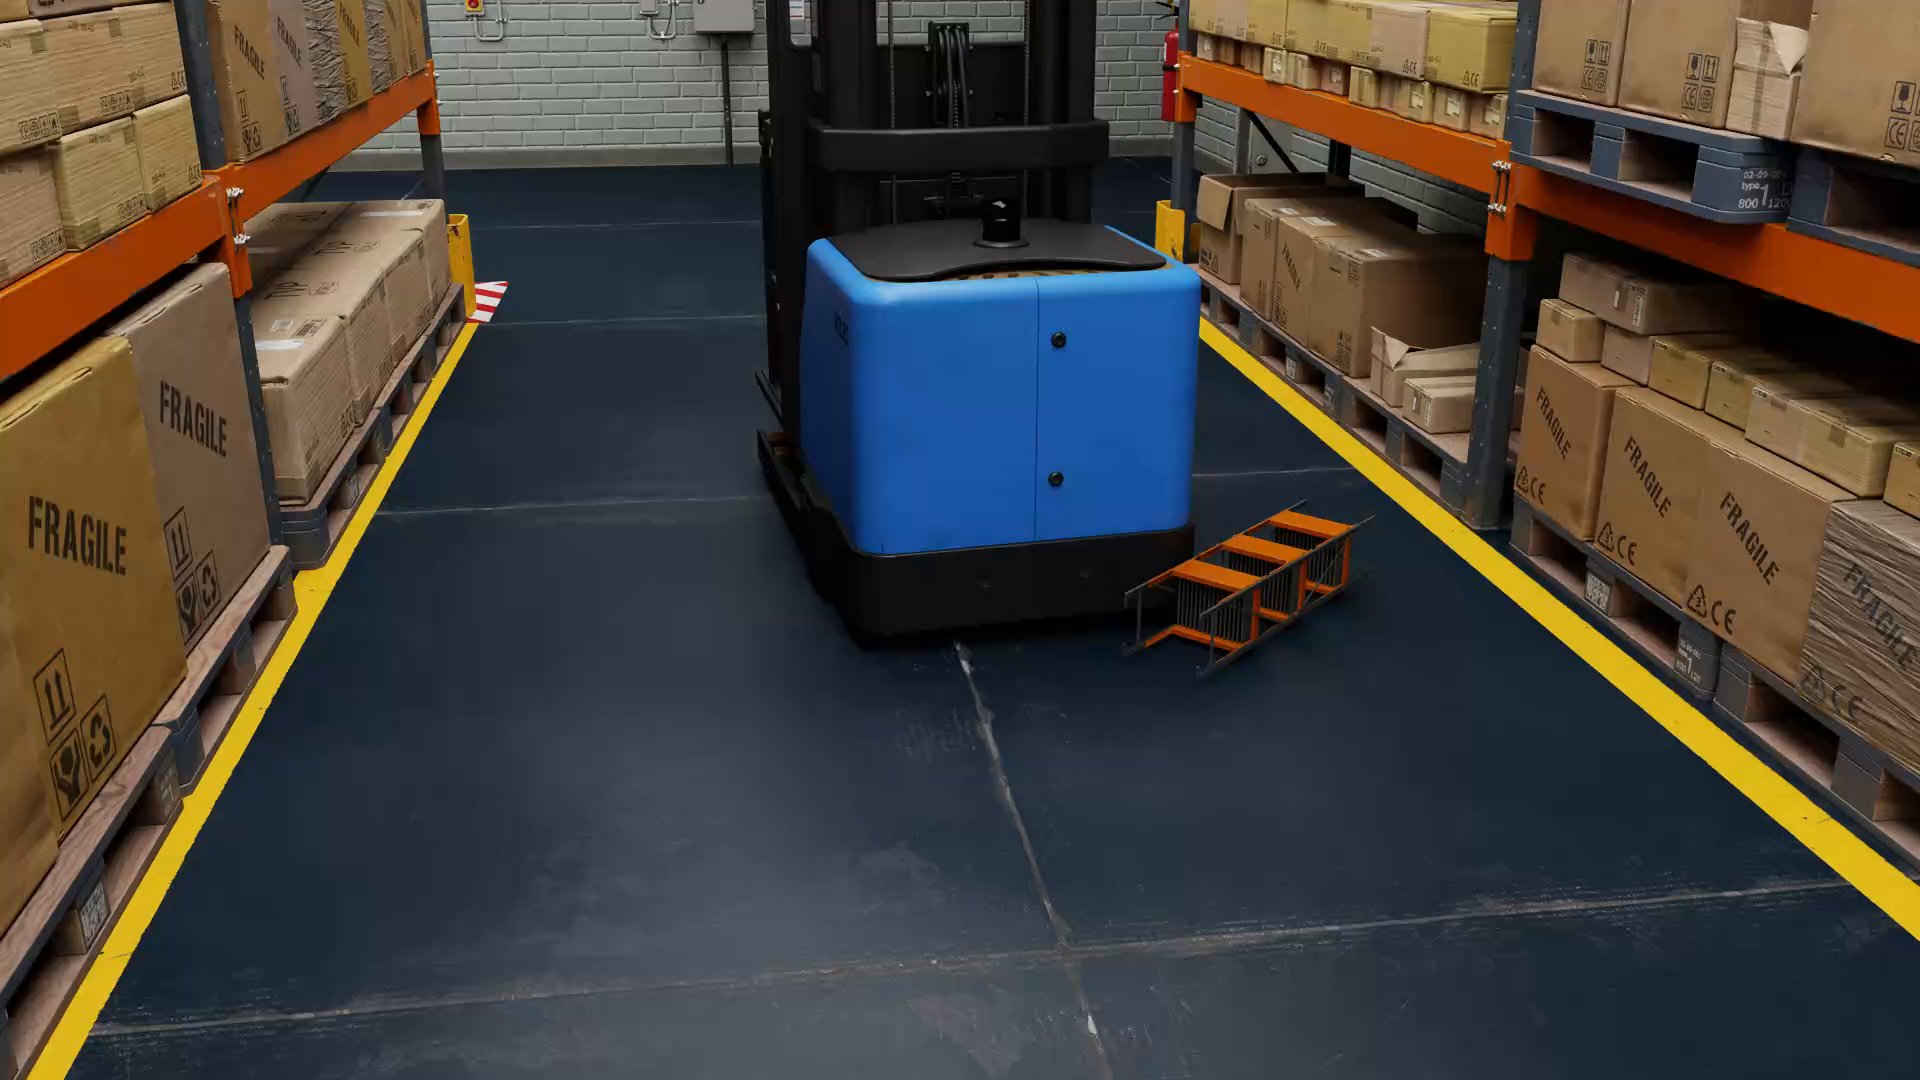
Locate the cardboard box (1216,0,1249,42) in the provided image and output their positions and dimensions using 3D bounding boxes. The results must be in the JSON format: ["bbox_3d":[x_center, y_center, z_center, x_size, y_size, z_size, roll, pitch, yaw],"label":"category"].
[{"bbox_3d":[1.569,-2.584,8.136,0.500,0.250,0.500,-3,21,-7],"label":"cardboard box"}]

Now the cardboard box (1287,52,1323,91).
[{"bbox_3d":[1.668,-2.076,7.346,0.380,0.149,0.250,-2,21,-7],"label":"cardboard box"}]

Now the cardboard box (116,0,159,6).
[{"bbox_3d":[-2.325,-1.596,4.132,0.500,0.500,0.500,-2,21,-6],"label":"cardboard box"}]

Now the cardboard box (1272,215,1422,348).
[{"bbox_3d":[1.753,-1.183,7.569,0.500,0.500,0.500,-3,21,-7],"label":"cardboard box"}]

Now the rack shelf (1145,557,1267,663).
[{"bbox_3d":[0.711,0.207,4.811,0.240,0.215,0.259,16,26,37],"label":"rack shelf"}]

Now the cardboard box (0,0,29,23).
[{"bbox_3d":[-2.189,-1.241,3.180,0.500,0.500,0.500,-2,21,-6],"label":"cardboard box"}]

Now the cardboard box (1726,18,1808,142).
[{"bbox_3d":[2.094,-1.108,3.988,0.396,0.266,0.258,-2,21,-5],"label":"cardboard box"}]

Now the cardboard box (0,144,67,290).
[{"bbox_3d":[-2.197,-0.658,3.406,0.500,0.250,0.500,-3,21,-9],"label":"cardboard box"}]

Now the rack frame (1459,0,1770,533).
[{"bbox_3d":[2.274,-1.475,5.378,1.000,3.000,0.127,-3,21,-8],"label":"rack frame"}]

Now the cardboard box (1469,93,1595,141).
[{"bbox_3d":[1.978,-1.455,5.683,0.380,0.149,0.250,-3,21,-7],"label":"cardboard box"}]

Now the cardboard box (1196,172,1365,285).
[{"bbox_3d":[1.691,-1.671,8.869,0.797,0.503,0.637,-4,21,-10],"label":"cardboard box"}]

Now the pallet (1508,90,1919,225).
[{"bbox_3d":[2.281,-1.103,4.656,1.003,0.211,1.213,-3,21,-8],"label":"pallet"}]

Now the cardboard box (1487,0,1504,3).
[{"bbox_3d":[2.318,-2.081,6.790,0.500,0.250,0.500,-2,21,-7],"label":"cardboard box"}]

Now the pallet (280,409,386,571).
[{"bbox_3d":[-2.670,-0.184,5.908,1.003,0.211,1.213,-3,21,-8],"label":"pallet"}]

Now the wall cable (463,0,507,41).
[{"bbox_3d":[-4.050,-5.050,13.453,0.585,1.953,0.123,-3,21,-8],"label":"wall cable"}]

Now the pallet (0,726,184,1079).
[{"bbox_3d":[-2.273,0.770,3.354,1.003,0.211,1.213,-3,21,-8],"label":"pallet"}]

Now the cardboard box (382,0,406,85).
[{"bbox_3d":[-2.825,-2.327,7.516,0.500,0.500,0.500,-3,21,-9],"label":"cardboard box"}]

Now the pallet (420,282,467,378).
[{"bbox_3d":[-3.022,-1.029,8.169,1.003,0.211,1.213,-3,21,-8],"label":"pallet"}]

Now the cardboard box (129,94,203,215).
[{"bbox_3d":[-2.324,-1.010,4.349,0.500,0.250,0.500,-3,21,-9],"label":"cardboard box"}]

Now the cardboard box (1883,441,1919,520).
[{"bbox_3d":[2.380,-0.126,3.812,0.380,0.149,0.250,-3,21,-8],"label":"cardboard box"}]

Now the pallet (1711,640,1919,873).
[{"bbox_3d":[2.607,0.534,3.984,1.003,0.211,1.213,-3,21,-8],"label":"pallet"}]

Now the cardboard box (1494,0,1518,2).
[{"bbox_3d":[2.322,-2.424,6.637,0.500,0.500,0.500,-3,21,-9],"label":"cardboard box"}]

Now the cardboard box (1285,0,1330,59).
[{"bbox_3d":[1.740,-2.232,7.195,0.500,0.250,0.500,-3,21,-9],"label":"cardboard box"}]

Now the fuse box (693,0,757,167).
[{"bbox_3d":[-1.951,-4.011,14.010,0.539,1.711,0.414,-3,21,-8],"label":"fuse box"}]

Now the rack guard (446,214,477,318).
[{"bbox_3d":[-3.218,-1.446,8.872,1.175,0.500,0.348,-3,21,-8],"label":"rack guard"}]

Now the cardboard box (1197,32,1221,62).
[{"bbox_3d":[1.473,-2.614,8.788,0.380,0.149,0.250,-3,21,-8],"label":"cardboard box"}]

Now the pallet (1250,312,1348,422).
[{"bbox_3d":[1.996,-0.830,7.636,1.003,0.211,1.213,-3,21,-8],"label":"pallet"}]

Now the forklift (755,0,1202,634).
[{"bbox_3d":[-0.155,-1.585,5.771,1.130,2.935,3.031,-5,21,-13],"label":"forklift"}]

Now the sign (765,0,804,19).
[{"bbox_3d":[-1.492,-4.667,14.060,0.329,0.494,0.001,-3,21,-8],"label":"sign"}]

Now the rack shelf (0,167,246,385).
[{"bbox_3d":[-2.349,-0.194,2.976,1.077,0.370,4.000,-3,21,-8],"label":"rack shelf"}]

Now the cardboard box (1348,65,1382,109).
[{"bbox_3d":[1.782,-1.812,6.639,0.380,0.149,0.250,-3,21,-9],"label":"cardboard box"}]

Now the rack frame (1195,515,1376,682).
[{"bbox_3d":[0.988,0.156,4.947,0.008,0.200,1.050,16,26,37],"label":"rack frame"}]

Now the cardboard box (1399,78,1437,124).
[{"bbox_3d":[1.857,-1.633,6.159,0.380,0.149,0.250,-2,21,-6],"label":"cardboard box"}]

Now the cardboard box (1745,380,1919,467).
[{"bbox_3d":[2.279,-0.304,4.288,0.380,0.149,0.250,-3,21,-8],"label":"cardboard box"}]

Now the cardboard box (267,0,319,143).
[{"bbox_3d":[-2.515,-1.620,5.624,0.500,0.500,0.500,-3,21,-7],"label":"cardboard box"}]

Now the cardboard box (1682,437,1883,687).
[{"bbox_3d":[2.275,0.035,4.308,0.500,0.500,0.500,-4,21,-9],"label":"cardboard box"}]

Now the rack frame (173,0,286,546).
[{"bbox_3d":[-2.638,-1.223,4.704,1.000,3.000,0.127,-3,21,-8],"label":"rack frame"}]

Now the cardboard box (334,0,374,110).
[{"bbox_3d":[-2.654,-1.971,6.564,0.500,0.500,0.500,-2,21,-6],"label":"cardboard box"}]

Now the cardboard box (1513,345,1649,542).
[{"bbox_3d":[2.121,-0.322,5.263,0.500,0.500,0.500,-2,21,-5],"label":"cardboard box"}]

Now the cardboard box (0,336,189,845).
[{"bbox_3d":[-2.331,0.098,3.602,0.875,0.875,0.875,-2,21,-6],"label":"cardboard box"}]

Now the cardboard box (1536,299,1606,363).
[{"bbox_3d":[2.062,-0.667,5.260,0.380,0.149,0.250,-2,21,-5],"label":"cardboard box"}]

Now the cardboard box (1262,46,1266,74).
[{"bbox_3d":[1.647,-2.257,7.832,0.380,0.149,0.250,-3,21,-7],"label":"cardboard box"}]

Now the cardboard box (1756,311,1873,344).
[{"bbox_3d":[2.655,-0.601,5.083,0.380,0.149,0.250,-3,21,-8],"label":"cardboard box"}]

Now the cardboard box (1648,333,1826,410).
[{"bbox_3d":[2.227,-0.487,4.777,0.380,0.149,0.250,-4,21,-11],"label":"cardboard box"}]

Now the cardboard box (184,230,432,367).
[{"bbox_3d":[-2.880,-1.065,7.341,0.875,0.438,0.875,-2,21,-6],"label":"cardboard box"}]

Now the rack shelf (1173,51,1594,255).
[{"bbox_3d":[1.985,-1.830,7.358,1.077,0.370,4.000,-3,21,-8],"label":"rack shelf"}]

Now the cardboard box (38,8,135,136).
[{"bbox_3d":[-2.254,-1.074,3.805,0.500,0.250,0.500,-2,21,-6],"label":"cardboard box"}]

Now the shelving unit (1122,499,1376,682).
[{"bbox_3d":[0.894,0.129,5.020,0.252,0.215,1.050,16,26,37],"label":"shelving unit"}]

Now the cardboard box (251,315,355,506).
[{"bbox_3d":[-2.622,-0.443,5.676,0.875,0.438,0.875,-3,21,-9],"label":"cardboard box"}]

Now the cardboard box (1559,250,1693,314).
[{"bbox_3d":[2.122,-0.809,5.216,0.380,0.149,0.250,-3,21,-9],"label":"cardboard box"}]

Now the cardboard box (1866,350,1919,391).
[{"bbox_3d":[2.762,-0.430,4.625,0.380,0.149,0.250,-4,21,-10],"label":"cardboard box"}]

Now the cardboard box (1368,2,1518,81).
[{"bbox_3d":[1.872,-1.881,6.254,0.500,0.250,0.500,-3,21,-8],"label":"cardboard box"}]

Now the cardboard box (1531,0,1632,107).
[{"bbox_3d":[2.122,-1.540,4.808,0.700,0.500,0.500,-2,21,-6],"label":"cardboard box"}]

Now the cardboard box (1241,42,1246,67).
[{"bbox_3d":[1.628,-2.440,8.320,0.380,0.149,0.250,-3,21,-8],"label":"cardboard box"}]

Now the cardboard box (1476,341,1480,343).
[{"bbox_3d":[2.350,-0.727,6.850,0.380,0.149,0.250,-3,21,-8],"label":"cardboard box"}]

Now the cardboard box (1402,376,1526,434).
[{"bbox_3d":[1.903,-0.514,6.280,0.380,0.149,0.250,-4,21,-9],"label":"cardboard box"}]
